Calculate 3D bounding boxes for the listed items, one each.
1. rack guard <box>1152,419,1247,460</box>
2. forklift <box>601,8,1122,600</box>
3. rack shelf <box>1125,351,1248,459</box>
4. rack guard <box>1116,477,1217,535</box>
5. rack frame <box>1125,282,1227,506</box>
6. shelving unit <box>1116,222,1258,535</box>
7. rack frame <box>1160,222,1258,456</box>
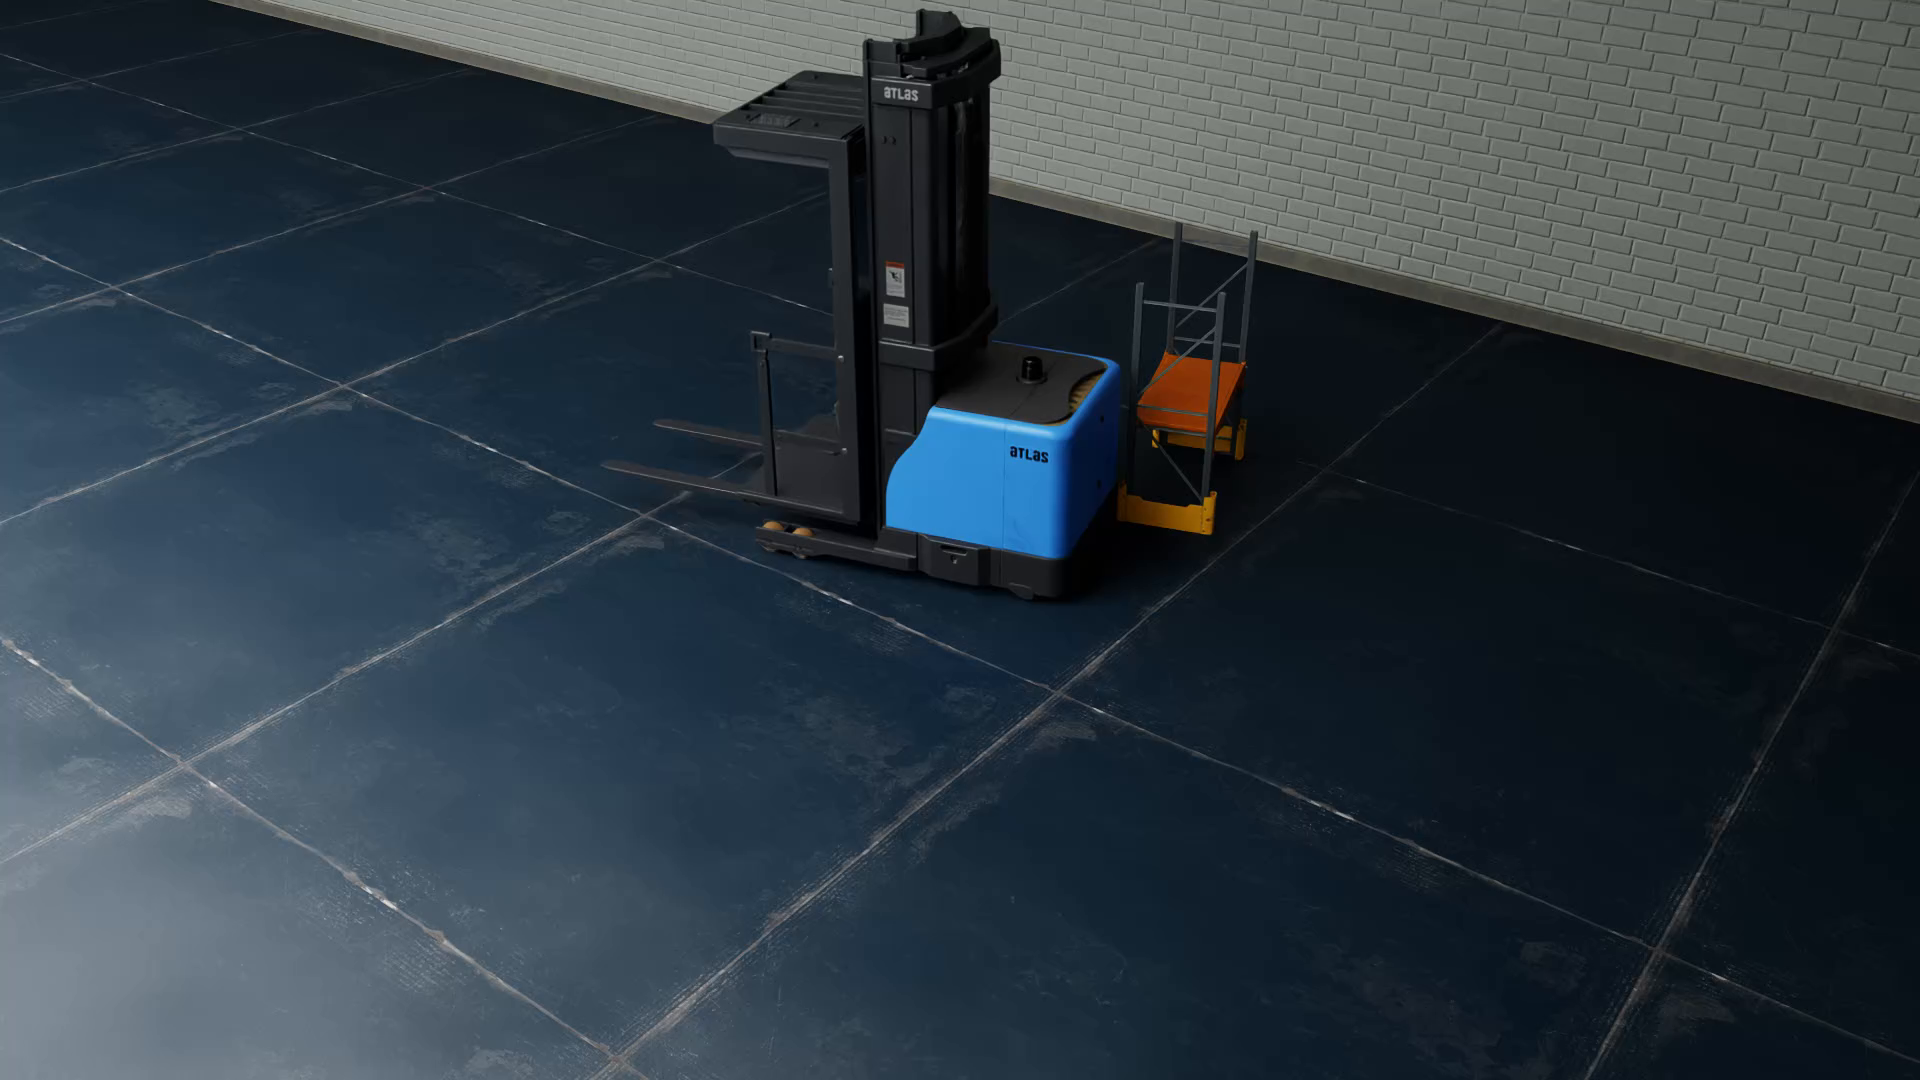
[{"bbox_3d":[1.531,-0.683,10.657,0.587,0.250,0.087,10,32,16],"label":"rack guard"},{"bbox_3d":[-0.646,-1.399,9.235,3.031,2.935,1.130,11,32,18],"label":"forklift"},{"bbox_3d":[1.377,-0.829,10.031,0.538,0.185,1.000,10,32,16],"label":"rack shelf"},{"bbox_3d":[1.217,-0.201,9.844,0.587,0.250,0.087,10,32,16],"label":"rack guard"},{"bbox_3d":[1.216,-0.738,9.525,0.500,1.500,0.032,10,32,16],"label":"rack frame"},{"bbox_3d":[1.374,-0.980,9.932,0.587,1.500,1.083,10,32,16],"label":"shelving unit"},{"bbox_3d":[1.537,-1.230,10.355,0.500,1.500,0.032,10,32,16],"label":"rack frame"}]
